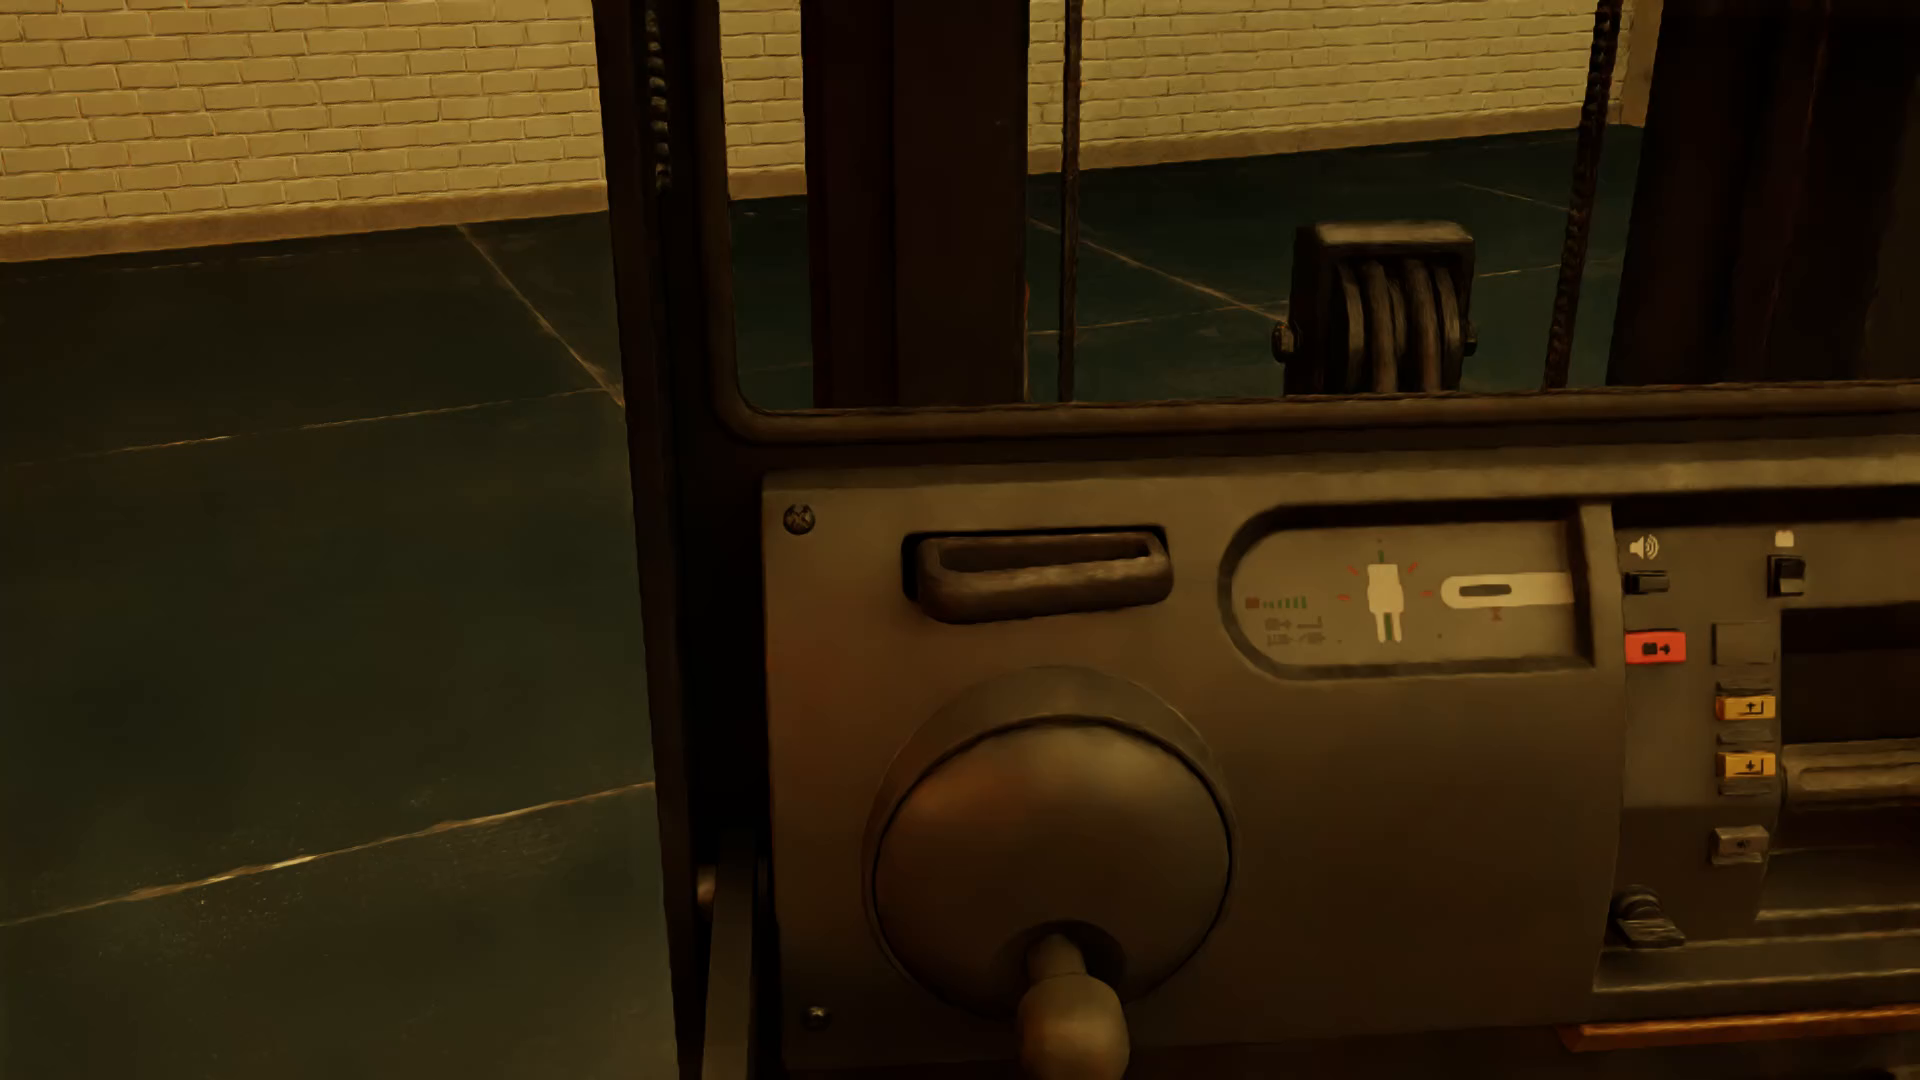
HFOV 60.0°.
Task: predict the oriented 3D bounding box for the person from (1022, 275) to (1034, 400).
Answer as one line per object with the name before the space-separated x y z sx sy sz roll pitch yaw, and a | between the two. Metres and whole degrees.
person | 0.088 -0.778 4.805 0.503 1.654 0.570 -10 25 -23

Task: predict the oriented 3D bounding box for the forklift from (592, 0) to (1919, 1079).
forklift | 0.362 0.160 0.902 1.130 2.935 3.031 -2 23 -5
